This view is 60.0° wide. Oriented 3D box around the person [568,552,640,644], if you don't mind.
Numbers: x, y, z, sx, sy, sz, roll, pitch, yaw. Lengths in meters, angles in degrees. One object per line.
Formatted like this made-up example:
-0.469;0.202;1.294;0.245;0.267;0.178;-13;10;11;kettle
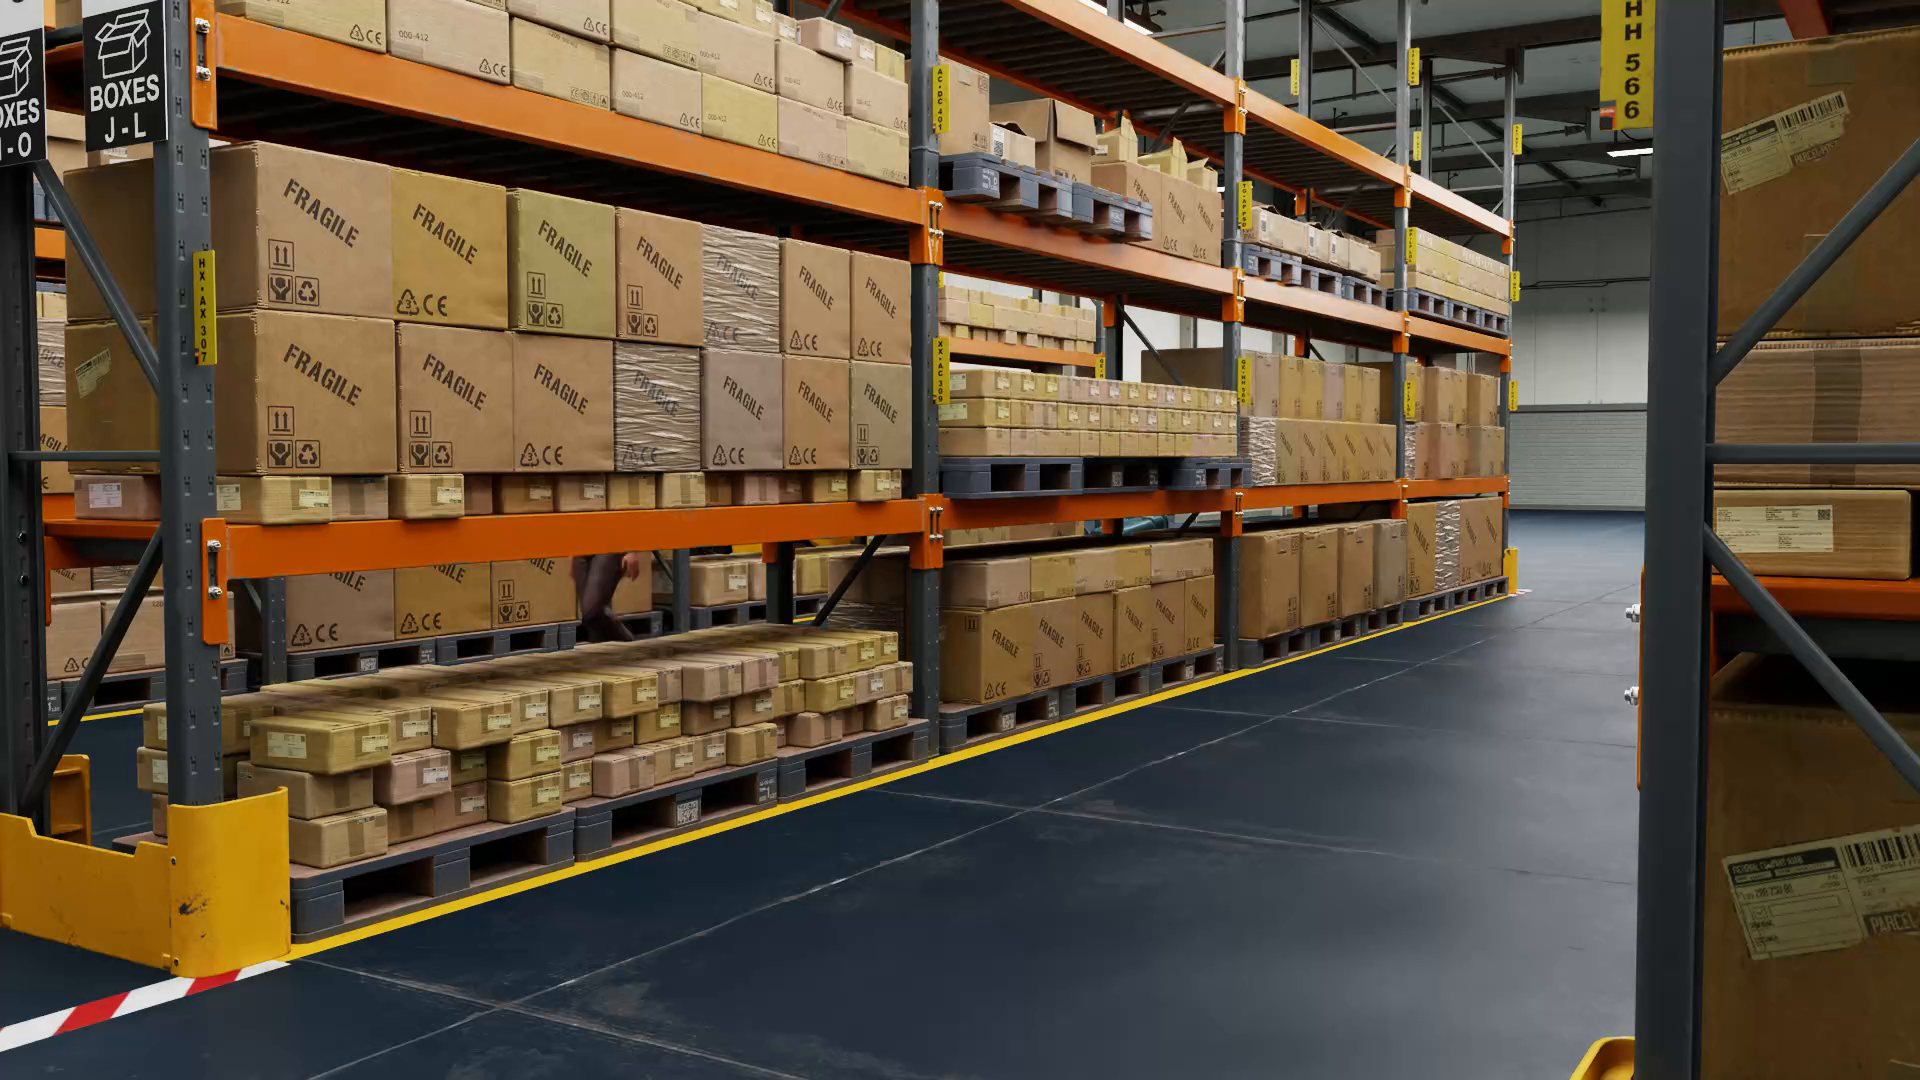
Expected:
-2.292;0.095;10.602;0.585;1.713;0.474;2;4;40;person
